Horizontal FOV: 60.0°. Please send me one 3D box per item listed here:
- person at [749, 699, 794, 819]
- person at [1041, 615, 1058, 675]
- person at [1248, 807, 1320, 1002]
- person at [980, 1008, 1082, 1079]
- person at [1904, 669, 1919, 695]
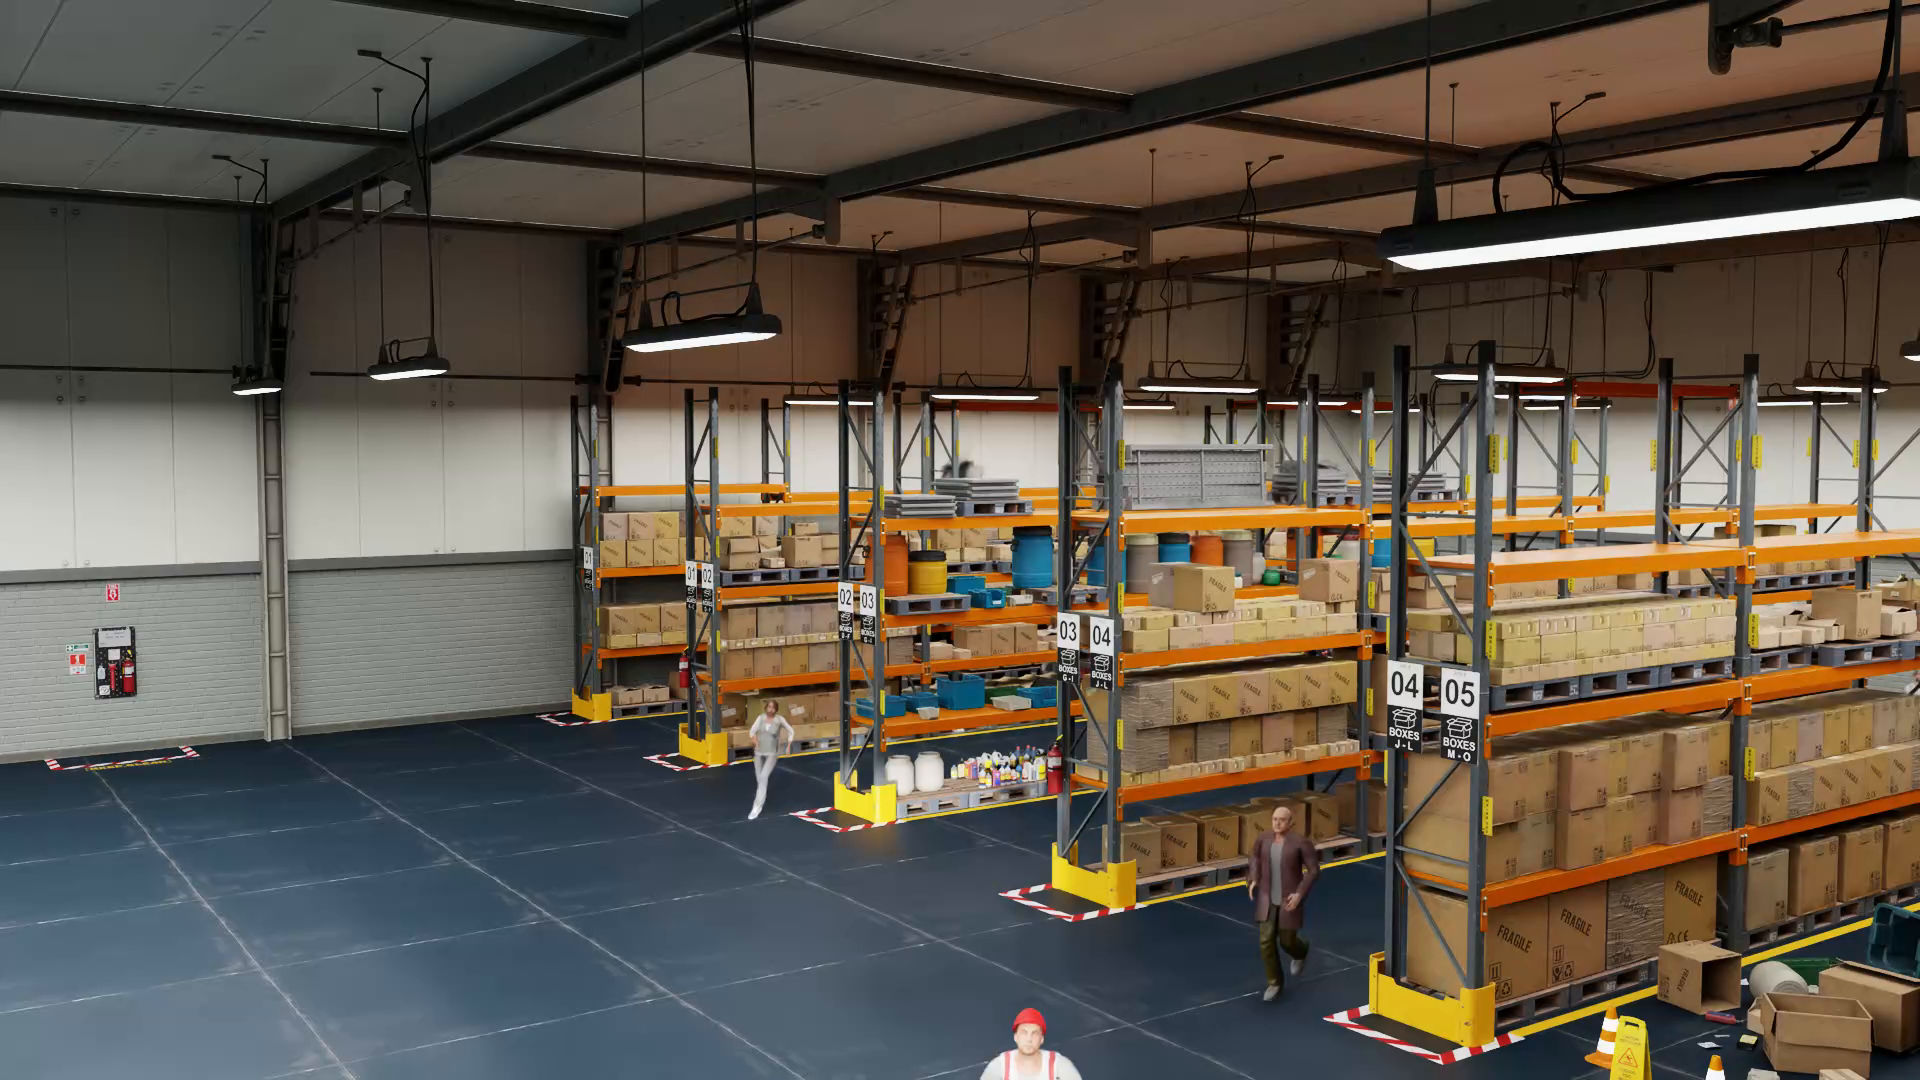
[{"bbox_3d":[-2.634,2.977,22.898,0.604,1.602,0.745,1,4,14],"label":"person"},{"bbox_3d":[1.886,2.295,33.186,0.901,1.744,0.714,-3,5,-40],"label":"person"},{"bbox_3d":[3.031,3.358,15.587,0.727,1.762,0.816,2,4,32],"label":"person"},{"bbox_3d":[0.433,3.698,10.144,0.676,1.725,0.675,0,3,2],"label":"person"},{"bbox_3d":[15.150,2.776,26.060,0.693,1.621,0.608,3,5,45],"label":"person"}]
